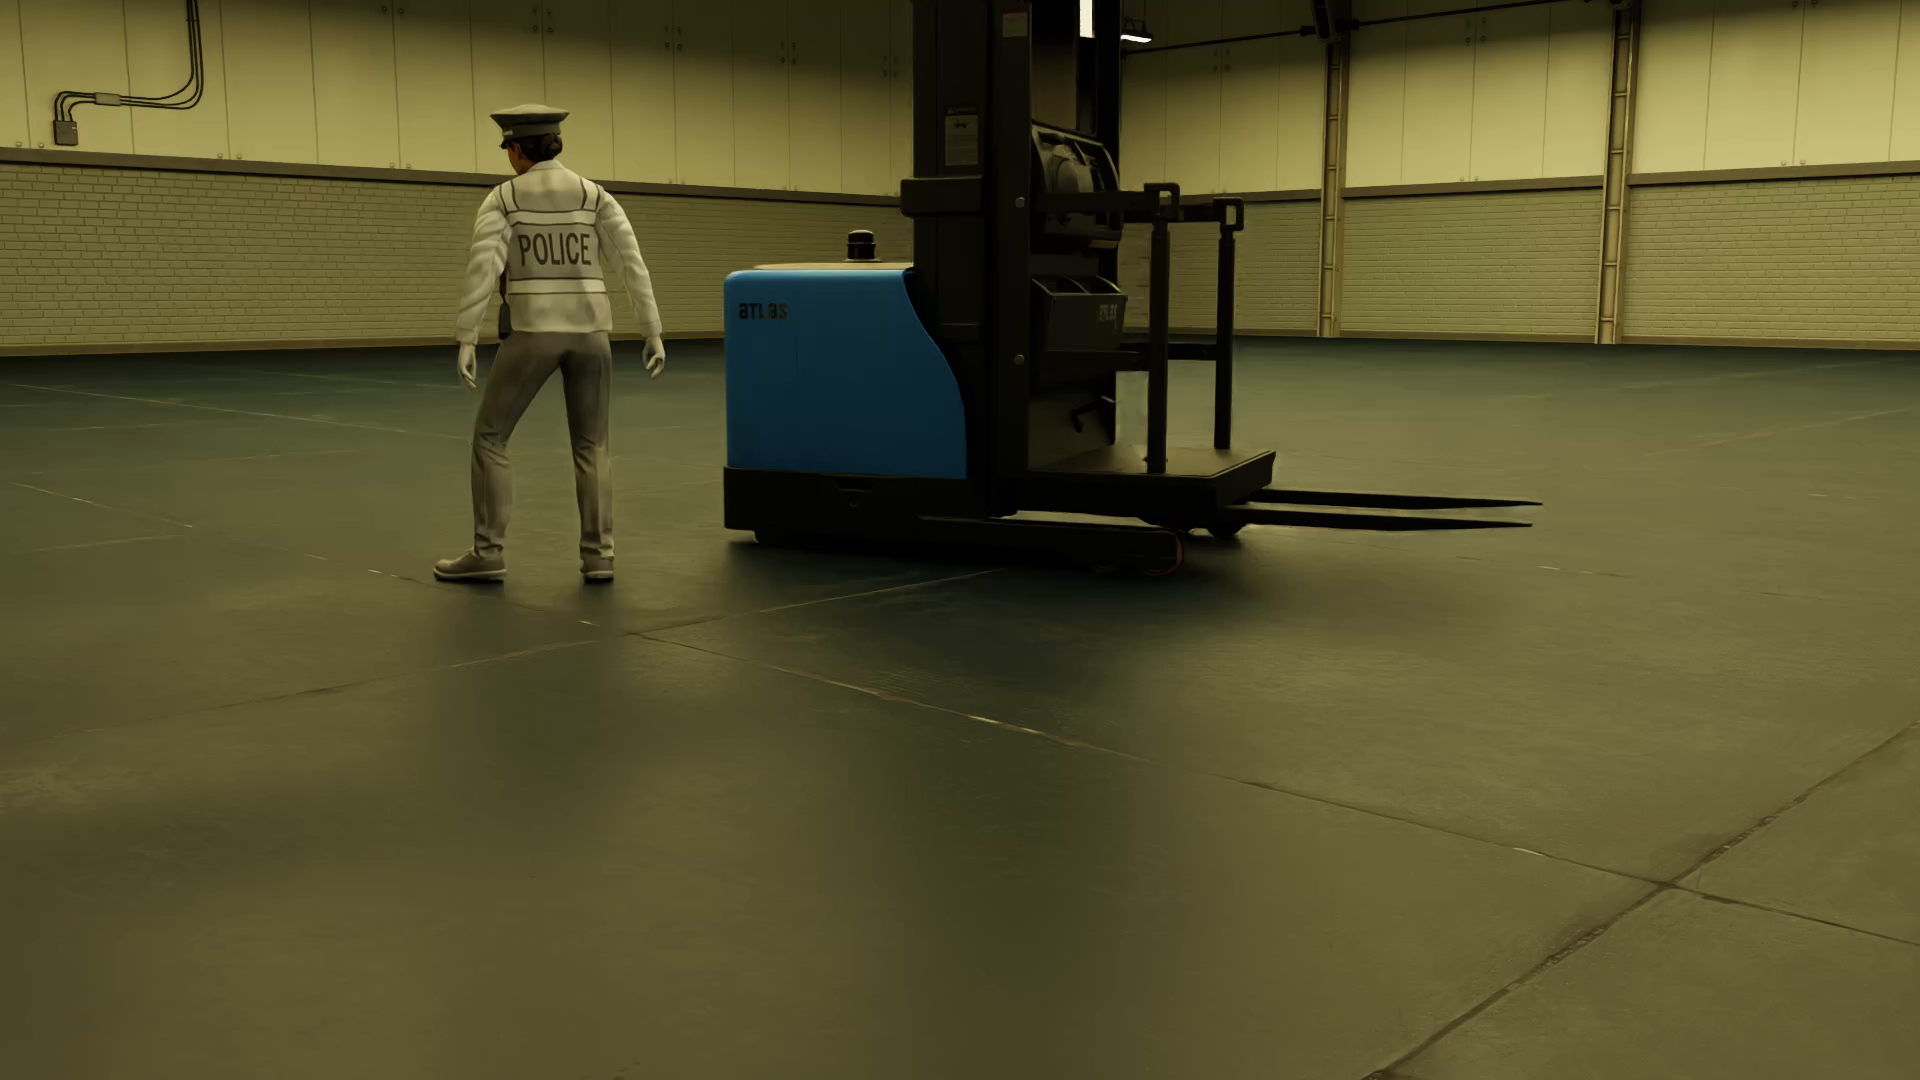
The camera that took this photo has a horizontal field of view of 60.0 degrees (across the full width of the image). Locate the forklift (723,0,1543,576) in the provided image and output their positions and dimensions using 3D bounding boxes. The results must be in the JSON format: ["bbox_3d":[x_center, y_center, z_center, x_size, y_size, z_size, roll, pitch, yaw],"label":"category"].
[{"bbox_3d":[0.633,-1.411,6.243,3.031,2.935,1.130,3,9,22],"label":"forklift"}]

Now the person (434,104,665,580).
[{"bbox_3d":[-1.429,-0.671,5.743,0.791,1.638,0.396,-4,9,-23],"label":"person"}]
